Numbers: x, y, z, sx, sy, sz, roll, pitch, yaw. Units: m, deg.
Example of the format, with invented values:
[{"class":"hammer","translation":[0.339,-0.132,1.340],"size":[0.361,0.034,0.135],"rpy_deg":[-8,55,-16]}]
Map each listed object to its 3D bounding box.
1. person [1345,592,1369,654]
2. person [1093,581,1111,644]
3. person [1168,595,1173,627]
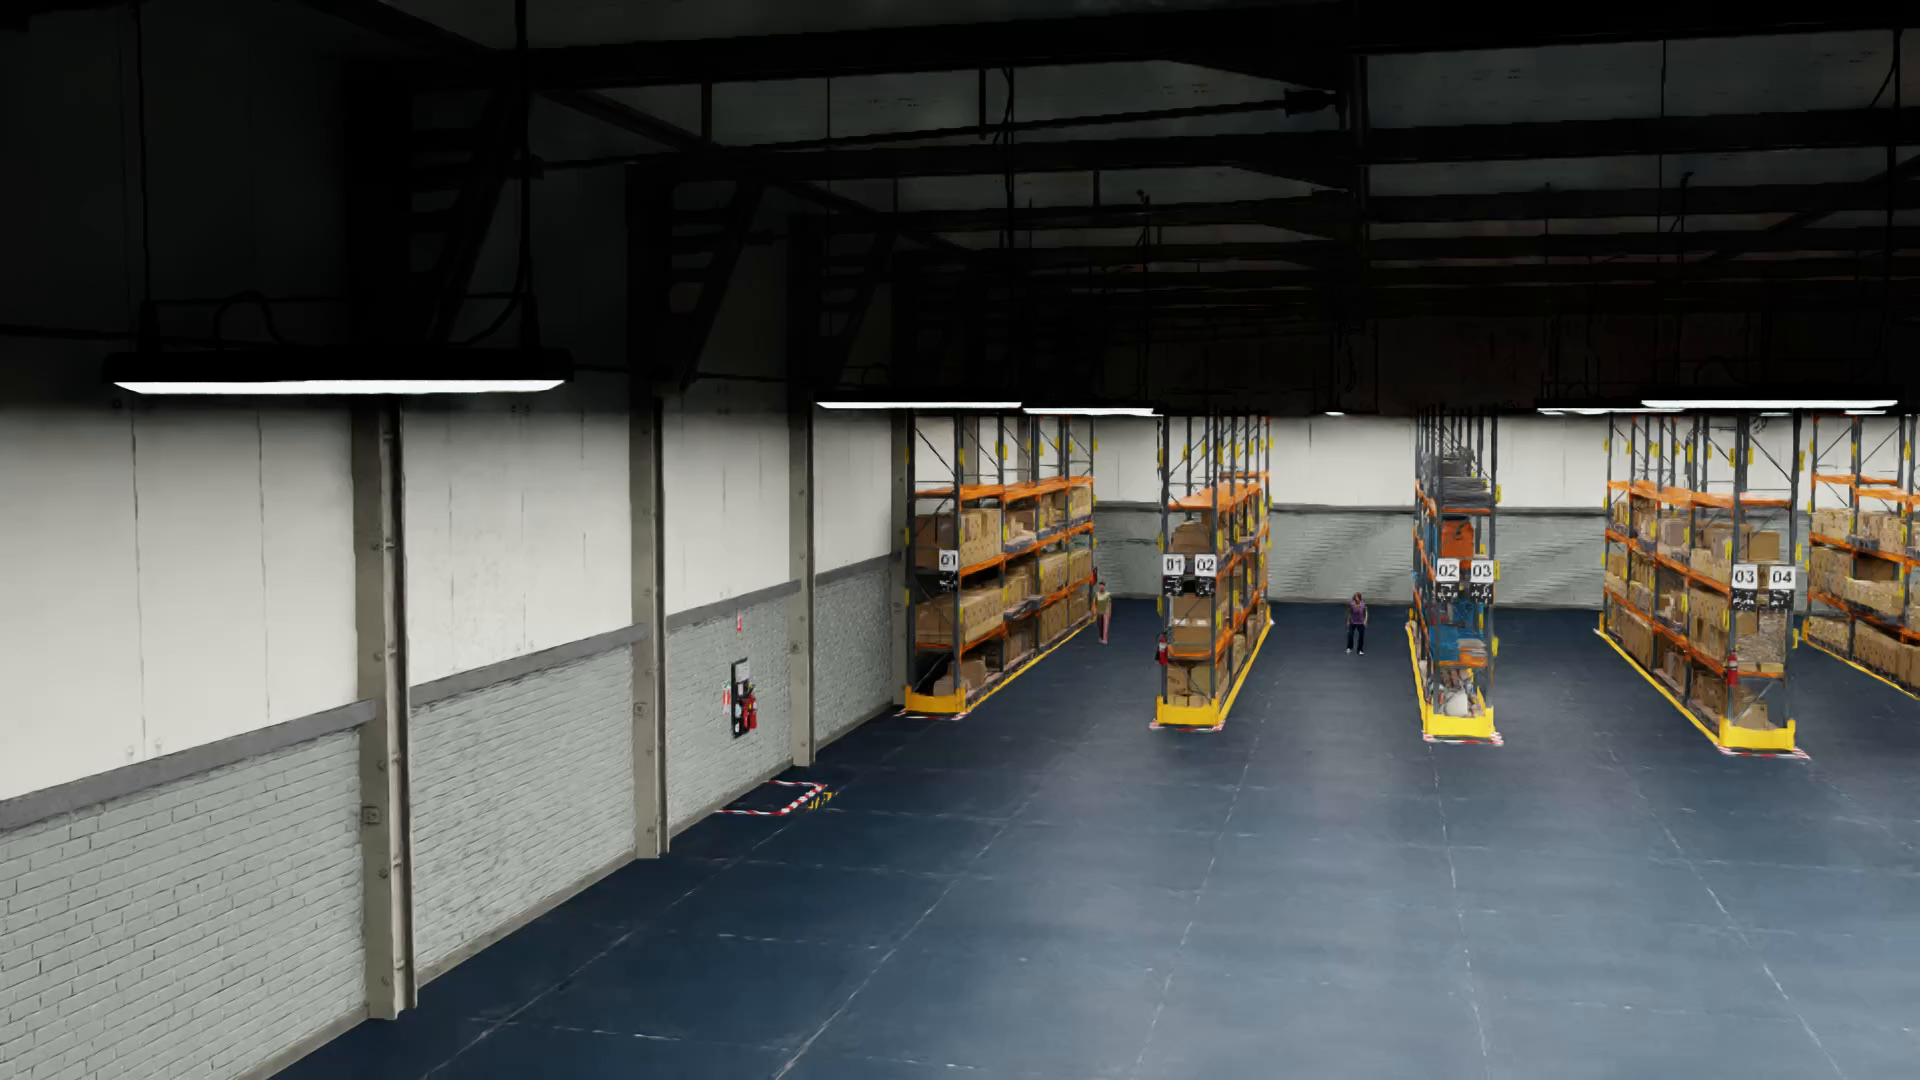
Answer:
[{"class":"person","translation":[9.638,2.018,40.422],"size":[0.566,1.541,0.519],"rpy_deg":[1,4,11]},{"class":"person","translation":[3.602,1.828,42.287],"size":[0.451,1.586,1.099],"rpy_deg":[1,4,12]},{"class":"person","translation":[5.910,1.542,45.696],"size":[0.457,1.675,0.532],"rpy_deg":[-1,4,-9]}]
